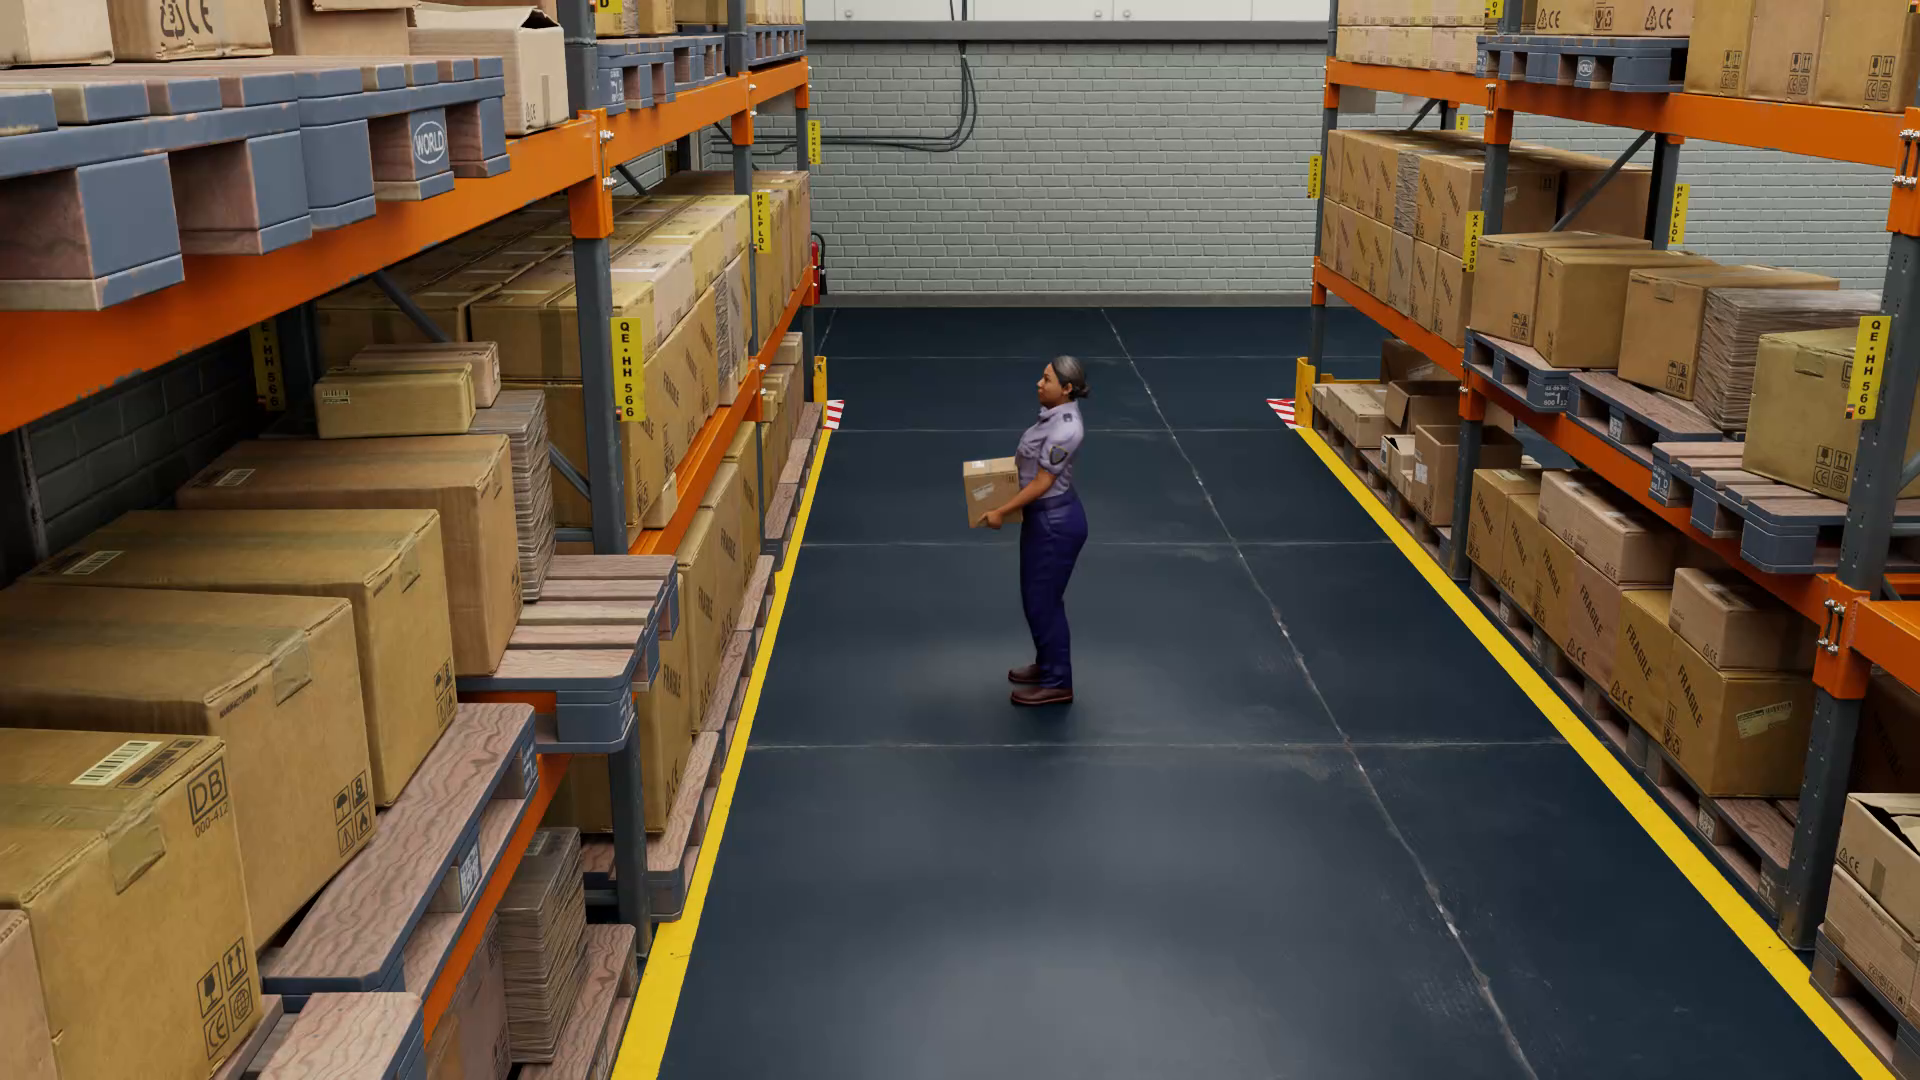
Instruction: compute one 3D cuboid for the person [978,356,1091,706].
[{"bbox_3d":[0.338,-0.049,7.770,0.518,1.624,0.453,0,17,0],"label":"person"}]
